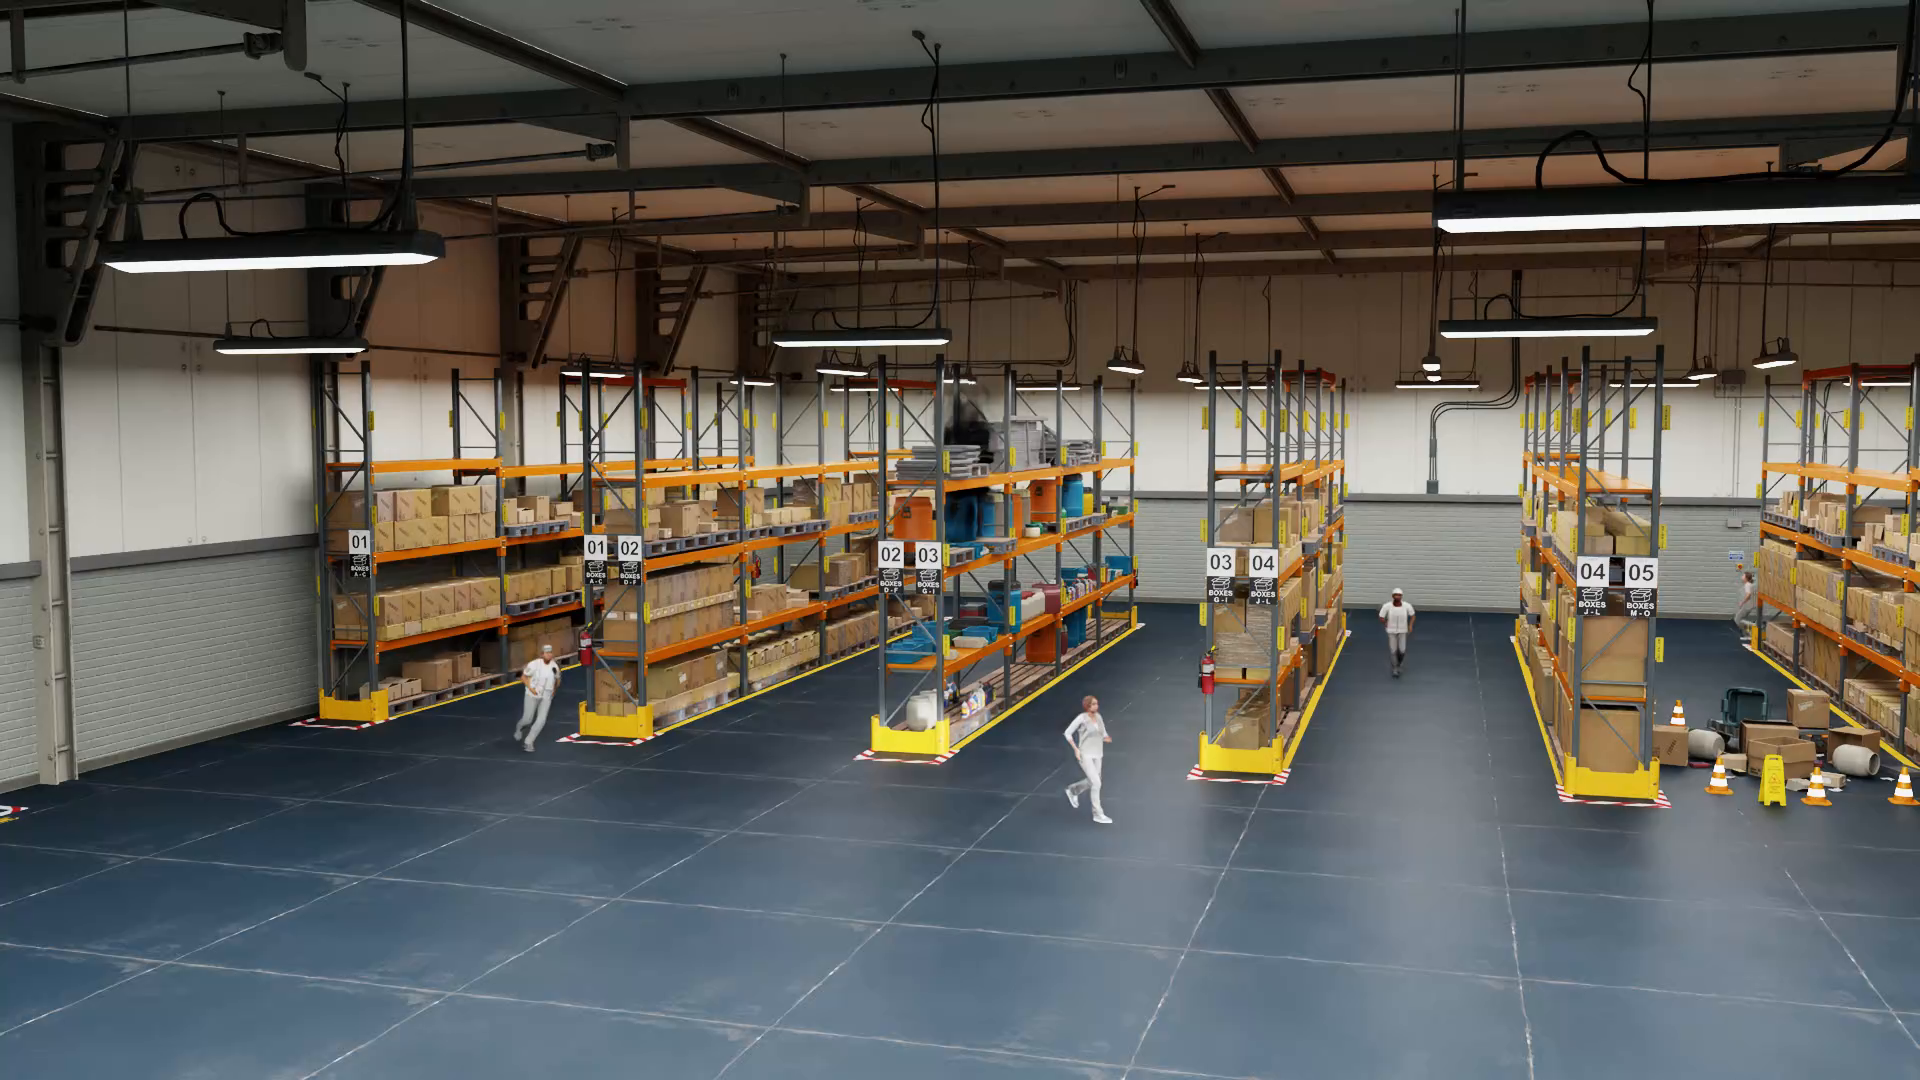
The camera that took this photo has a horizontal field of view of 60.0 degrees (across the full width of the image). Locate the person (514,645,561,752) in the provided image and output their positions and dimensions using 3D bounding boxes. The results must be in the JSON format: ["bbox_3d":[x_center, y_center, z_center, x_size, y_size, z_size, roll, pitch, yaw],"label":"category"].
[{"bbox_3d":[-6.464,2.399,25.552,0.674,1.595,0.668,-2,5,-29],"label":"person"}]

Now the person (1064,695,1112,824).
[{"bbox_3d":[1.590,2.714,20.816,0.538,1.576,0.804,-4,5,-41],"label":"person"}]

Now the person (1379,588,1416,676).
[{"bbox_3d":[8.571,1.812,32.589,0.713,1.728,0.565,1,4,11],"label":"person"}]

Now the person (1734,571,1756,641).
[{"bbox_3d":[17.886,1.510,37.758,0.554,1.607,0.608,4,5,41],"label":"person"}]
